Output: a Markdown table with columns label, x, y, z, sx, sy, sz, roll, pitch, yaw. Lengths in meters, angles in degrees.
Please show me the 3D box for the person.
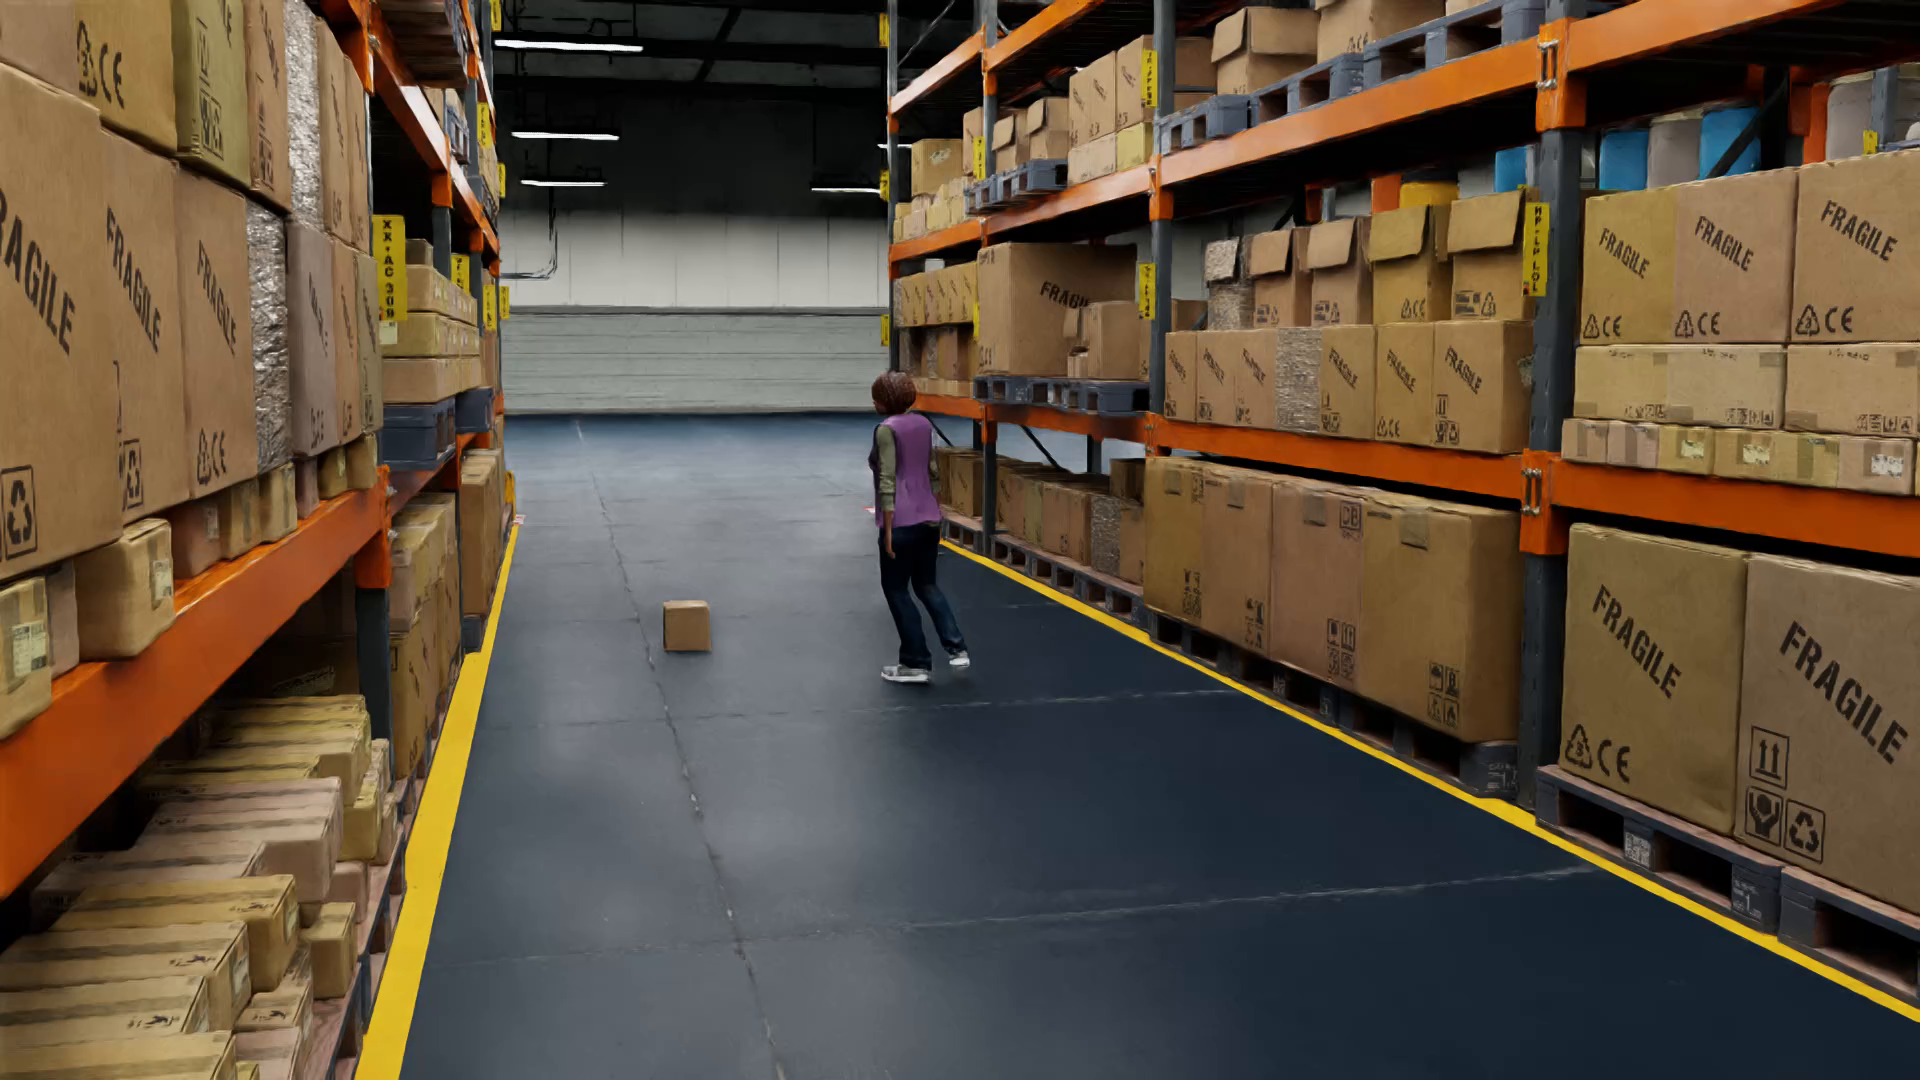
| label | x | y | z | sx | sy | sz | roll | pitch | yaw |
| --- | --- | --- | --- | --- | --- | --- | --- | --- | --- |
| person | -0.202 | -0.061 | 8.422 | 0.499 | 1.587 | 0.471 | 5 | 8 | 40 |
